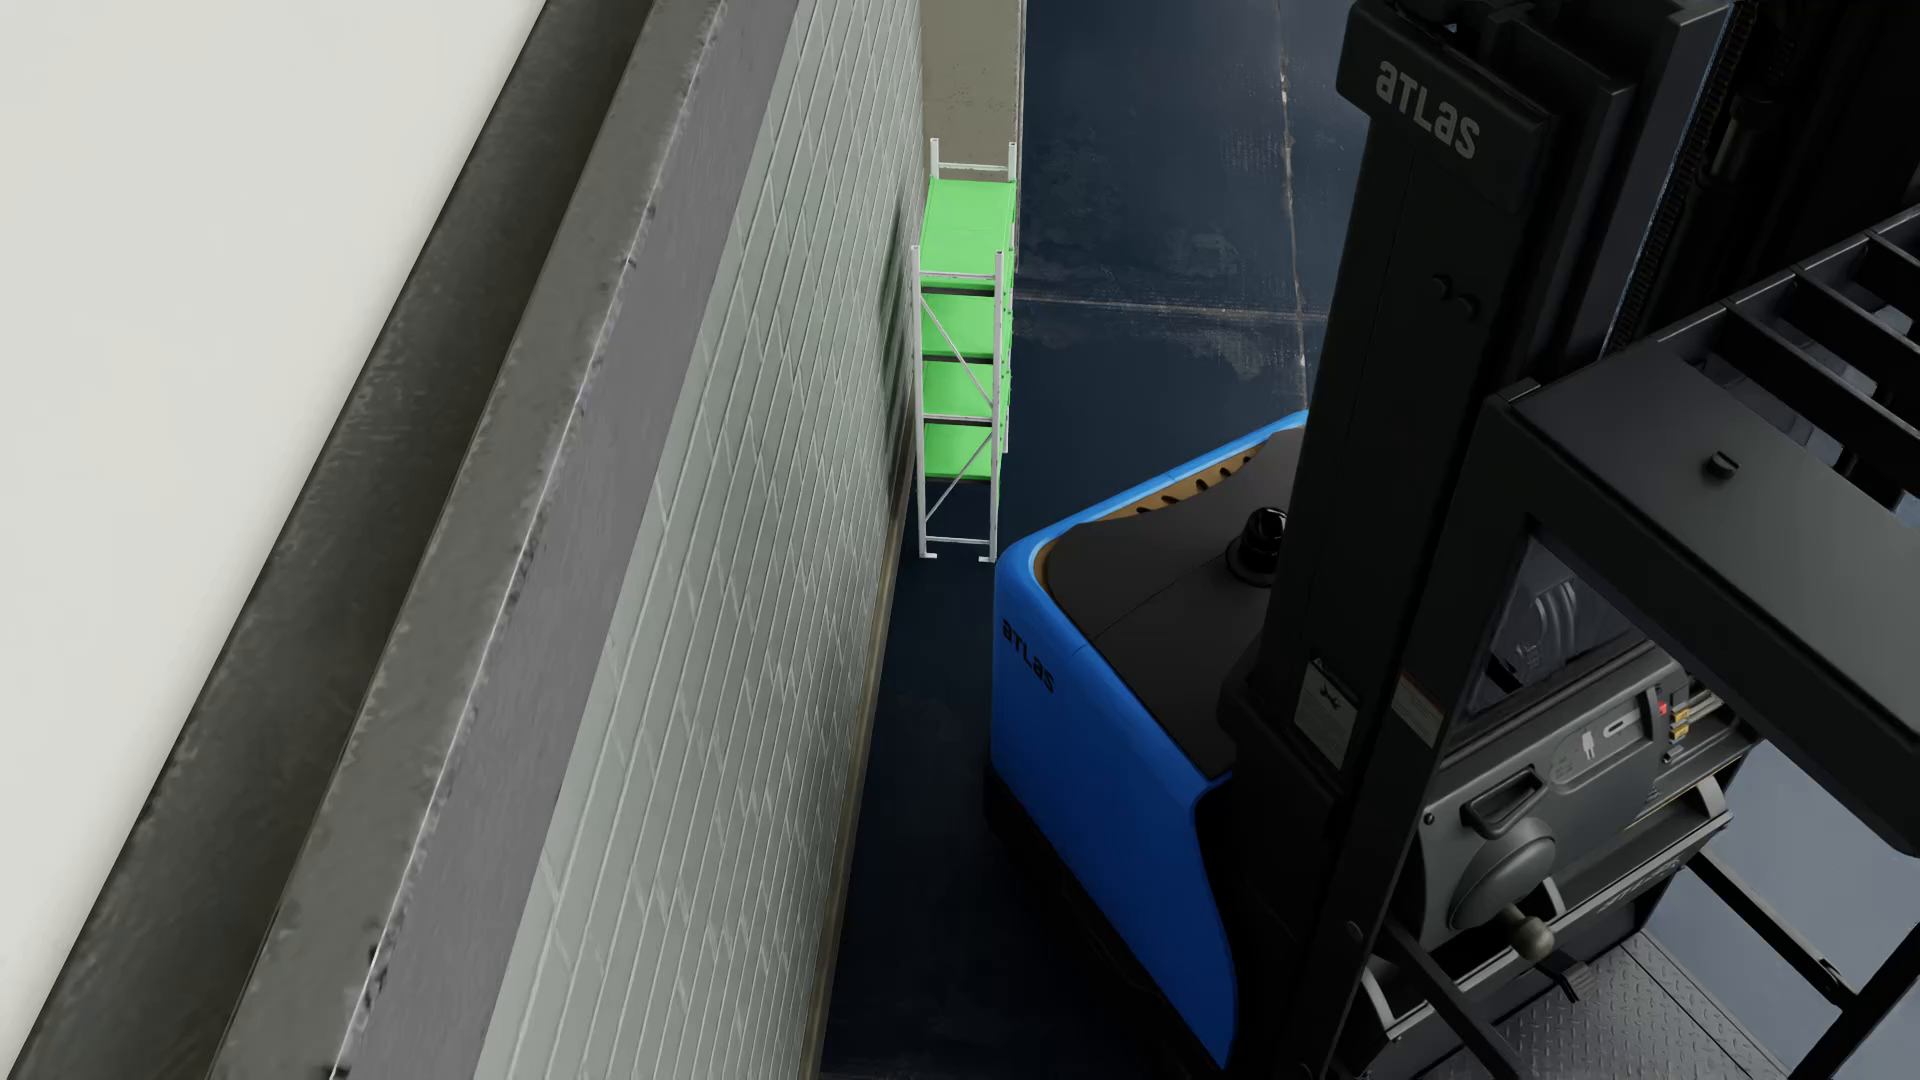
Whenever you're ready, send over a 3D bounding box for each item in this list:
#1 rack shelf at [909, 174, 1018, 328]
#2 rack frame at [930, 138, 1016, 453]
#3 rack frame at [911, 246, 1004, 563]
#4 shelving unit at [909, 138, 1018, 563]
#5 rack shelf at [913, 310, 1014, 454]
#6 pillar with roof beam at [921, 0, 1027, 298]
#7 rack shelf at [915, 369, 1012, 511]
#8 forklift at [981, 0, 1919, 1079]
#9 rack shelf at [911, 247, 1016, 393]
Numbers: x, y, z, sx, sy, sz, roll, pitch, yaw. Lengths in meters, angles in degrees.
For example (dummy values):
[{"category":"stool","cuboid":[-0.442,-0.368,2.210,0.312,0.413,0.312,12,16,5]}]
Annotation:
[{"category":"rack shelf","cuboid":[0.015,-0.807,4.611,0.258,0.148,0.480,4,48,4]},{"category":"rack frame","cuboid":[0.037,-0.706,5.083,0.240,1.200,0.015,4,48,4]},{"category":"rack frame","cuboid":[-0.007,-0.347,4.755,0.240,1.200,0.015,4,48,4]},{"category":"shelving unit","cuboid":[0.015,-0.527,4.919,0.258,1.200,0.503,4,48,4]},{"category":"rack shelf","cuboid":[0.015,-0.483,4.966,0.258,0.148,0.480,4,48,4]},{"category":"pillar with roof beam","cuboid":[4.331,-3.639,2.480,9.100,9.000,0.400,4,48,4]},{"category":"rack shelf","cuboid":[0.015,-0.321,5.143,0.258,0.148,0.480,4,48,4]},{"category":"forklift","cuboid":[1.259,0.496,2.810,1.130,2.935,3.031,-24,52,-21]},{"category":"rack shelf","cuboid":[0.015,-0.645,4.789,0.258,0.148,0.480,4,48,4]}]
